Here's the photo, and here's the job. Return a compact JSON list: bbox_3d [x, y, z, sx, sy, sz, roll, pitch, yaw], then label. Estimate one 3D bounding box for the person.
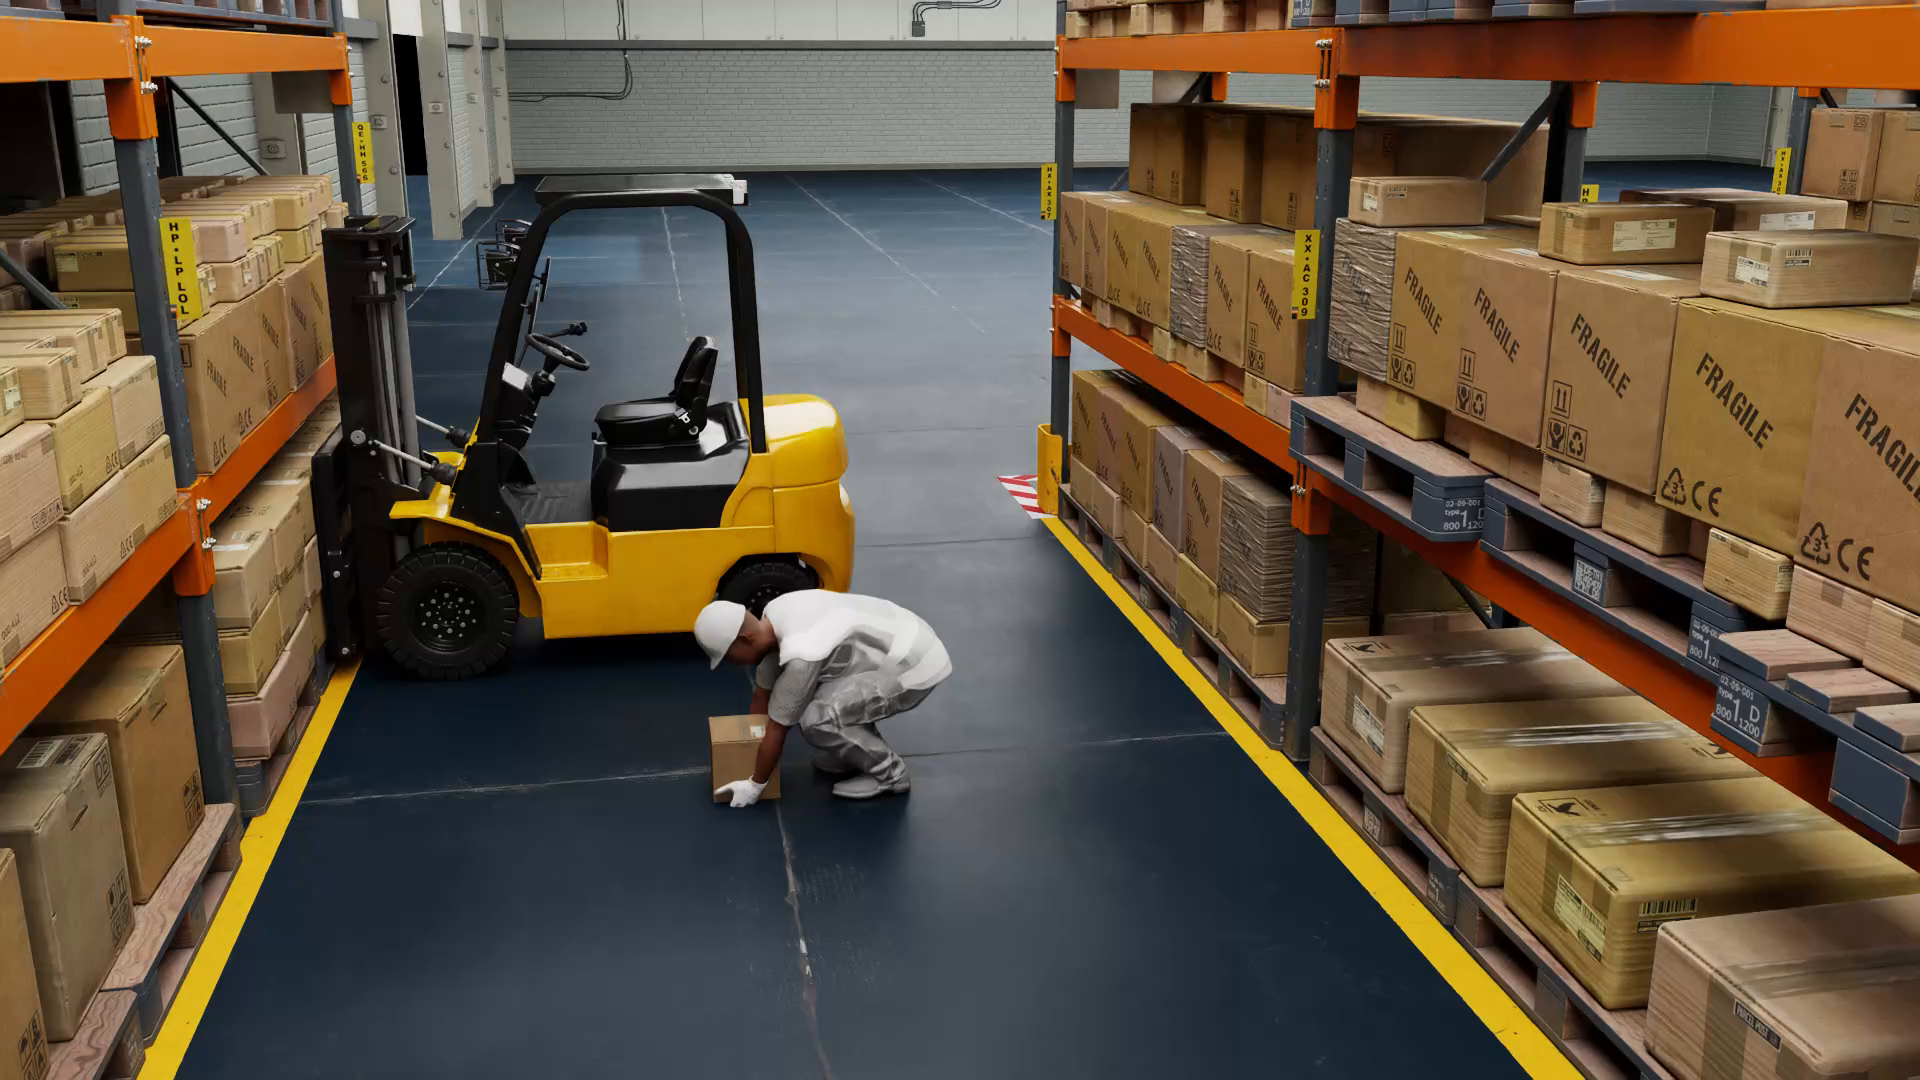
[{"bbox_3d":[-0.513,0.600,6.333,0.962,0.833,0.552,-3,17,-12],"label":"person"}]
